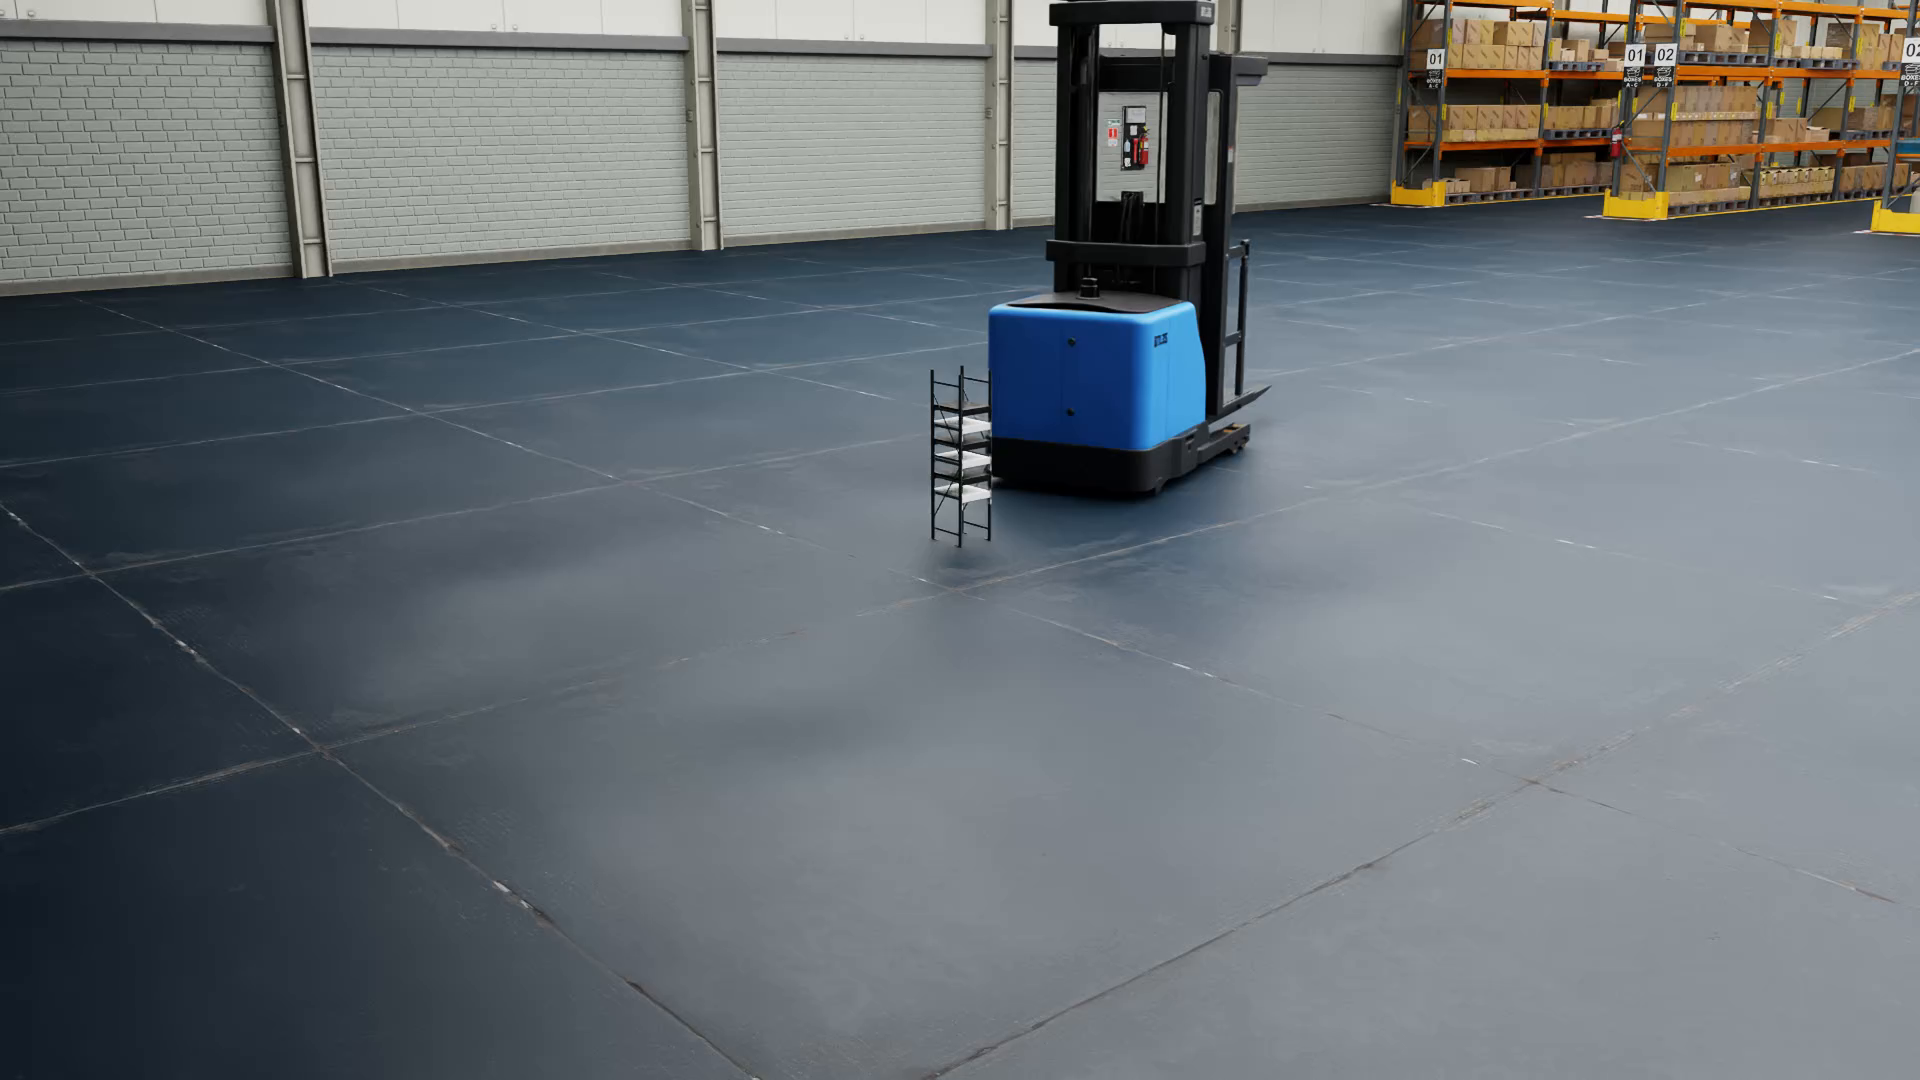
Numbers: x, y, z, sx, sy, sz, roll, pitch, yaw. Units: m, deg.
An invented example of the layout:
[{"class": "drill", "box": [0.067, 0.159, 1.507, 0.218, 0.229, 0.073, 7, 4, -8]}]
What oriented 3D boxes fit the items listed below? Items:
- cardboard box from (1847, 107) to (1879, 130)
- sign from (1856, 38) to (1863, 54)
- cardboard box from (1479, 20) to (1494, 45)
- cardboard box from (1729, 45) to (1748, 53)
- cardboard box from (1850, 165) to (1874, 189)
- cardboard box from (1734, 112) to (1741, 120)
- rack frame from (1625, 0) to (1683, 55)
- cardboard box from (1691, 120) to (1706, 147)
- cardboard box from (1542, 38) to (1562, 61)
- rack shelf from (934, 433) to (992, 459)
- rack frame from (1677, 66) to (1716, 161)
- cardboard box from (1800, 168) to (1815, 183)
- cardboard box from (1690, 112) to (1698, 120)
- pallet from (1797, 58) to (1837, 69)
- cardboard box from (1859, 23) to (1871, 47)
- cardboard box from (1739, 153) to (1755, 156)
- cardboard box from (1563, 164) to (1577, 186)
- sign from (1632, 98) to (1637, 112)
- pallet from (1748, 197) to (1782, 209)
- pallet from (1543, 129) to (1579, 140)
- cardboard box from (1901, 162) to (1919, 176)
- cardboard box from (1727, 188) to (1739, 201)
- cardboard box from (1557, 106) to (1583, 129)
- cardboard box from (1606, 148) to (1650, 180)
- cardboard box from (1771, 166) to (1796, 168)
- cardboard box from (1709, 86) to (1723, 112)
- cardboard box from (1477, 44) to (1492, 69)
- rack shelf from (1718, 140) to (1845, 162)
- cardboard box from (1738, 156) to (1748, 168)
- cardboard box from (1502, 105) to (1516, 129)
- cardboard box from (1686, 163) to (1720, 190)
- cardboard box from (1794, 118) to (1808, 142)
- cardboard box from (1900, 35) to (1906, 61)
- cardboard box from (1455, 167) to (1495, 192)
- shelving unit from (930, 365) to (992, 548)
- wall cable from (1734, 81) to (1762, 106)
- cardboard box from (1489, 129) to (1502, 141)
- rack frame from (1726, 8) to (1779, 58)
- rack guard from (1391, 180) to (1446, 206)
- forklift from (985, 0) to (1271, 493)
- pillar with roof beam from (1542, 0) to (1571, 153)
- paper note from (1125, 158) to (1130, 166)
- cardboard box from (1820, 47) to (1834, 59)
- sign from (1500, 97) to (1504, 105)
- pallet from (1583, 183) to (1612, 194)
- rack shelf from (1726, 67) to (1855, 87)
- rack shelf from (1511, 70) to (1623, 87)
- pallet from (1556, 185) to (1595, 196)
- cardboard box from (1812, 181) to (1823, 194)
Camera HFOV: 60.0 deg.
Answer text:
[{"class": "cardboard box", "box": [20.275, -9.534, 37.624, 0.500, 0.500, 0.700, -9, 17, -29]}, {"class": "sign", "box": [19.417, -10.665, 35.895, 0.005, 0.325, 0.100, -13, 19, -39]}, {"class": "cardboard box", "box": [11.010, -10.818, 35.453, 0.500, 0.500, 0.500, -12, 19, -38]}, {"class": "cardboard box", "box": [15.311, -9.700, 32.841, 0.250, 0.149, 0.380, -13, 19, -39]}, {"class": "cardboard box", "box": [20.363, -8.237, 37.766, 0.500, 0.500, 0.500, -13, 20, -40]}, {"class": "cardboard box", "box": [15.395, -8.502, 33.316, 0.250, 0.149, 0.380, -13, 20, -39]}, {"class": "rack frame", "box": [13.024, -10.580, 30.921, 0.127, 3.000, 1.000, -13, 19, -39]}, {"class": "cardboard box", "box": [14.156, -7.979, 32.616, 0.500, 0.500, 0.700, -12, 19, -39]}, {"class": "cardboard box", "box": [13.252, -11.100, 37.674, 0.500, 0.500, 0.500, -9, 18, -32]}, {"class": "rack shelf", "box": [0.006, -0.491, 8.624, 0.200, 0.077, 0.258, -13, 20, -39]}, {"class": "rack frame", "box": [18.822, -10.678, 42.914, 0.127, 3.000, 1.000, -13, 19, -39]}, {"class": "cardboard box", "box": [18.055, -7.871, 35.833, 0.500, 0.311, 0.500, -13, 20, -40]}, {"class": "cardboard box", "box": [14.039, -8.197, 32.175, 0.250, 0.149, 0.380, -13, 20, -40]}, {"class": "pallet", "box": [17.764, -10.072, 35.199, 1.213, 0.211, 1.003, -12, 19, -37]}, {"class": "cardboard box", "box": [19.777, -11.176, 36.835, 0.500, 0.500, 0.500, -13, 19, -39]}, {"class": "cardboard box", "box": [21.207, -10.426, 44.741, 0.250, 0.149, 0.380, -12, 19, -38]}, {"class": "cardboard box", "box": [14.099, -8.632, 39.243, 0.500, 0.500, 0.700, -12, 19, -39]}, {"class": "sign", "box": [16.167, -10.418, 39.848, 0.005, 0.325, 0.100, -13, 19, -39]}, {"class": "pallet", "box": [16.571, -7.144, 35.088, 1.213, 0.211, 1.003, -13, 19, -39]}, {"class": "pallet", "box": [13.459, -9.331, 38.243, 1.213, 0.211, 1.003, -13, 19, -39]}, {"class": "cardboard box", "box": [23.490, -9.040, 40.766, 0.637, 0.503, 0.797, -13, 19, -39]}, {"class": "cardboard box", "box": [15.451, -7.030, 33.769, 0.500, 0.250, 0.500, -13, 19, -39]}, {"class": "cardboard box", "box": [14.095, -9.874, 38.858, 0.500, 0.500, 0.700, -10, 18, -32]}, {"class": "cardboard box", "box": [16.445, -9.264, 40.971, 0.750, 0.750, 0.750, -13, 20, -40]}, {"class": "cardboard box", "box": [18.080, -8.060, 36.540, 0.500, 0.311, 0.500, -13, 20, -41]}, {"class": "cardboard box", "box": [14.575, -8.703, 32.811, 0.500, 0.500, 0.700, -13, 19, -39]}, {"class": "cardboard box", "box": [11.003, -10.333, 35.577, 0.500, 0.500, 0.500, -12, 19, -37]}, {"class": "rack shelf", "box": [17.550, -8.350, 35.593, 4.000, 0.370, 1.077, -13, 19, -39]}, {"class": "cardboard box", "box": [20.620, -10.043, 44.565, 0.500, 0.500, 0.700, -13, 20, -41]}, {"class": "cardboard box", "box": [11.873, -9.313, 36.603, 0.500, 0.500, 0.500, -13, 20, -41]}, {"class": "cardboard box", "box": [14.708, -7.219, 33.026, 0.500, 0.500, 0.500, -13, 19, -39]}, {"class": "cardboard box", "box": [17.804, -8.798, 35.680, 0.500, 0.500, 0.500, -14, 20, -42]}, {"class": "cardboard box", "box": [21.648, -11.392, 38.573, 0.600, 0.600, 0.600, 14, 20, 42]}, {"class": "cardboard box", "box": [11.366, -7.961, 36.733, 0.500, 0.500, 0.700, -14, 21, -43]}, {"class": "shelving unit", "box": [0.006, -0.436, 8.639, 0.210, 0.900, 0.258, -13, 20, -39]}, {"class": "wall cable", "box": [22.184, -12.248, 46.821, 1.851, 1.984, 0.084, -13, 19, -39]}, {"class": "cardboard box", "box": [11.499, -8.864, 36.375, 0.500, 0.250, 0.500, -12, 19, -39]}, {"class": "rack frame", "box": [16.041, -11.258, 33.458, 0.127, 3.000, 1.000, -13, 19, -39]}, {"class": "rack guard", "box": [9.826, -7.450, 35.674, 0.348, 0.500, 1.175, -13, 19, -39]}, {"class": "forklift", "box": [1.272, -2.020, 10.633, 1.130, 2.935, 3.031, 8, 17, 26]}, {"class": "pillar with roof beam", "box": [17.082, -12.009, 36.271, 0.400, 9.000, 9.100, -13, 19, -39]}, {"class": "paper note", "box": [3.135, -7.062, 31.085, 0.142, 0.148, 0.016, -13, 19, -39]}, {"class": "cardboard box", "box": [18.370, -10.436, 35.672, 0.500, 0.250, 0.500, -12, 19, -38]}, {"class": "sign", "box": [12.420, -9.990, 38.093, 0.005, 0.325, 0.100, -13, 19, -39]}, {"class": "pallet", "box": [15.214, -8.521, 40.242, 1.213, 0.211, 1.003, -13, 19, -39]}, {"class": "rack shelf", "box": [17.550, -9.800, 35.206, 4.000, 0.370, 1.077, -13, 19, -39]}, {"class": "rack shelf", "box": [14.295, -10.763, 38.814, 4.000, 0.370, 1.077, -13, 19, -39]}, {"class": "pallet", "box": [14.294, -8.316, 39.472, 1.213, 0.211, 1.003, -13, 19, -39]}, {"class": "cardboard box", "box": [18.435, -7.687, 36.229, 0.500, 0.250, 0.500, -13, 20, -40]}]
